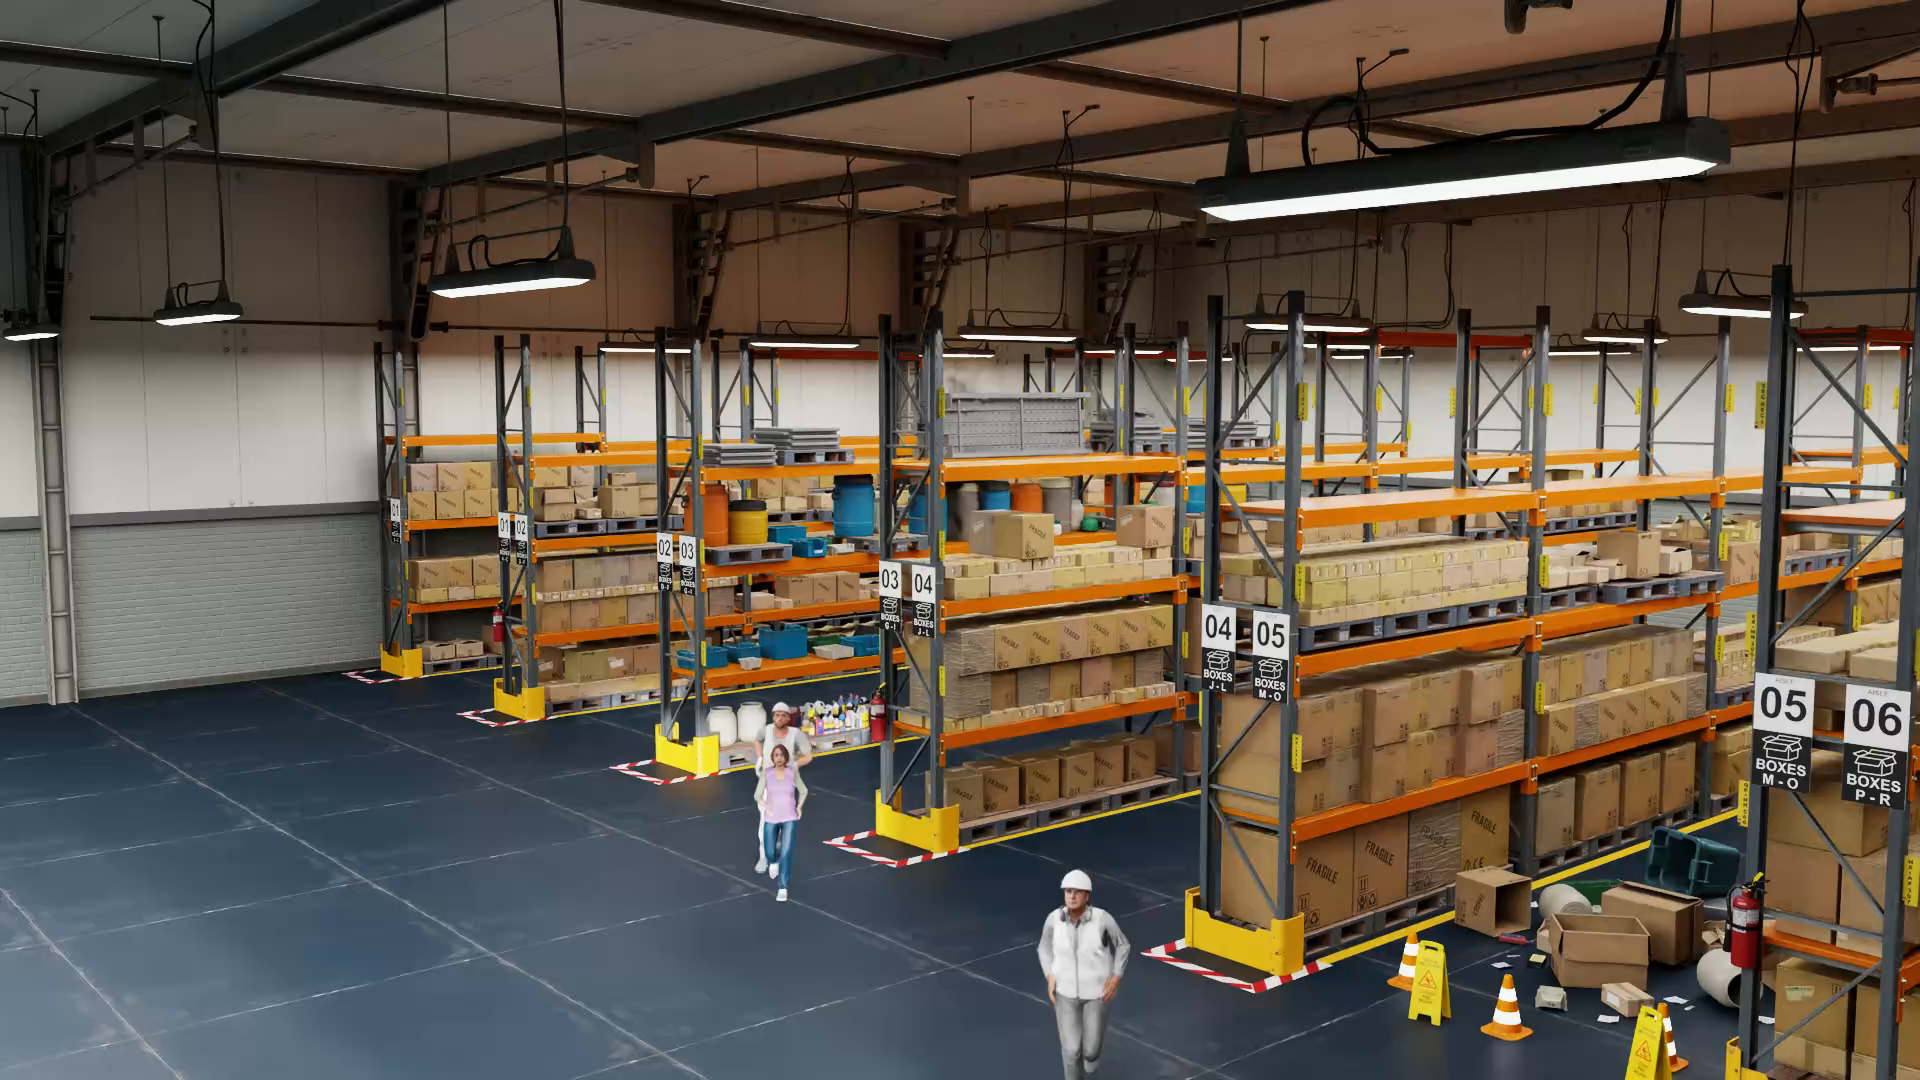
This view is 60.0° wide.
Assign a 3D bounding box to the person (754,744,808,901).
[{"bbox_3d":[-1.822,2.846,16.965,0.544,1.551,0.667,0,5,-5],"label":"person"}]

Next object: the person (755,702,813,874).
[{"bbox_3d":[-1.910,2.643,18.043,0.645,1.839,0.713,0,5,-1],"label":"person"}]

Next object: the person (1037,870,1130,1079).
[{"bbox_3d":[0.890,3.217,11.994,0.668,1.756,0.651,1,5,13],"label":"person"}]
